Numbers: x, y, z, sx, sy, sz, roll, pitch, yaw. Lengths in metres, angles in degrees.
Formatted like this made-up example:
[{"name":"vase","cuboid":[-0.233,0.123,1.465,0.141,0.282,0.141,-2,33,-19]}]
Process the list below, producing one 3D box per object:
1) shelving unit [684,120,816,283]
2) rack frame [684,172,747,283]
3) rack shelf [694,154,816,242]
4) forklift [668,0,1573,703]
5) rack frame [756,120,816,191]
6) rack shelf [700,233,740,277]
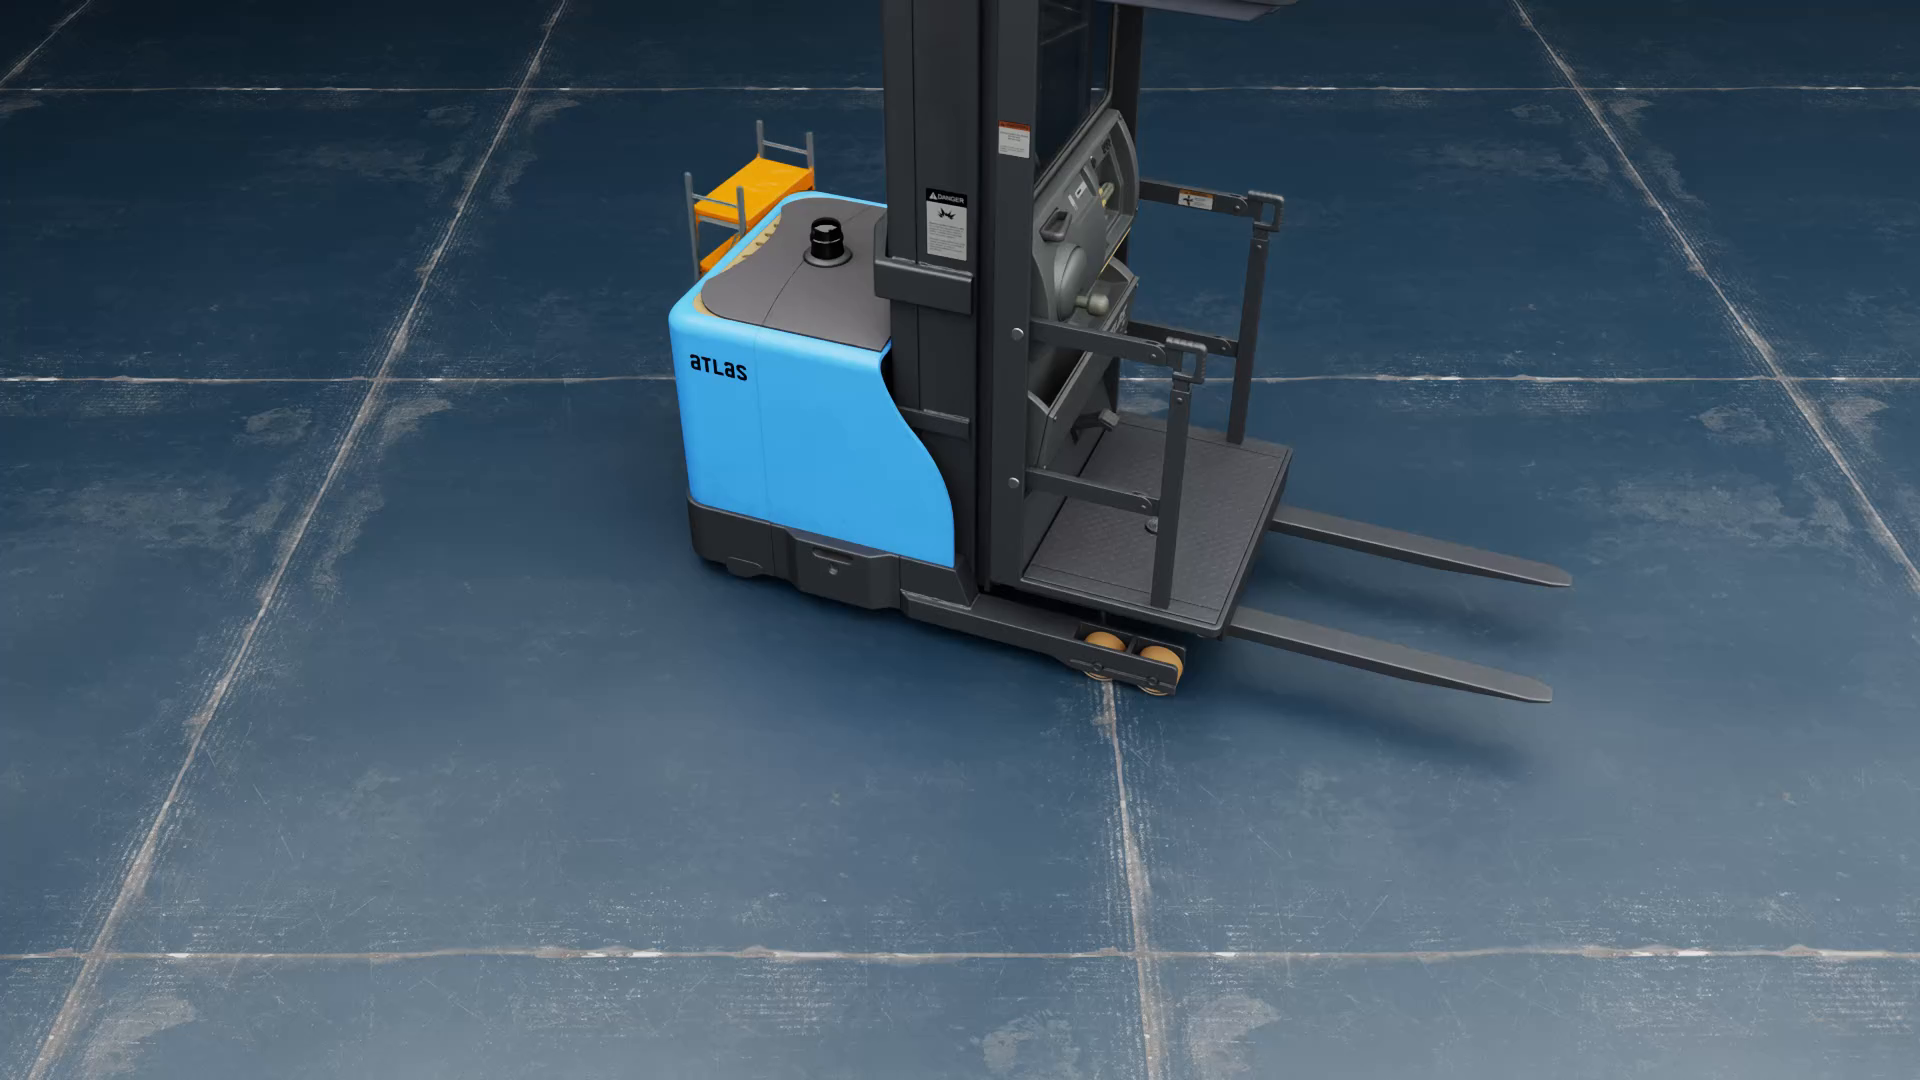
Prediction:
[{"name":"shelving unit","cuboid":[-0.777,-0.954,6.479,0.258,1.200,0.503,18,42,20]},{"name":"rack frame","cuboid":[-0.884,-0.817,6.308,0.240,1.200,0.015,18,42,20]},{"name":"rack shelf","cuboid":[-0.773,-1.260,6.232,0.258,0.148,0.480,18,42,20]},{"name":"forklift","cuboid":[0.585,-0.999,5.153,3.031,2.935,1.130,14,41,17]},{"name":"rack frame","cuboid":[-0.669,-1.091,6.650,0.240,1.200,0.015,18,42,20]},{"name":"rack shelf","cuboid":[-0.775,-1.076,6.381,0.258,0.148,0.480,18,42,20]}]
